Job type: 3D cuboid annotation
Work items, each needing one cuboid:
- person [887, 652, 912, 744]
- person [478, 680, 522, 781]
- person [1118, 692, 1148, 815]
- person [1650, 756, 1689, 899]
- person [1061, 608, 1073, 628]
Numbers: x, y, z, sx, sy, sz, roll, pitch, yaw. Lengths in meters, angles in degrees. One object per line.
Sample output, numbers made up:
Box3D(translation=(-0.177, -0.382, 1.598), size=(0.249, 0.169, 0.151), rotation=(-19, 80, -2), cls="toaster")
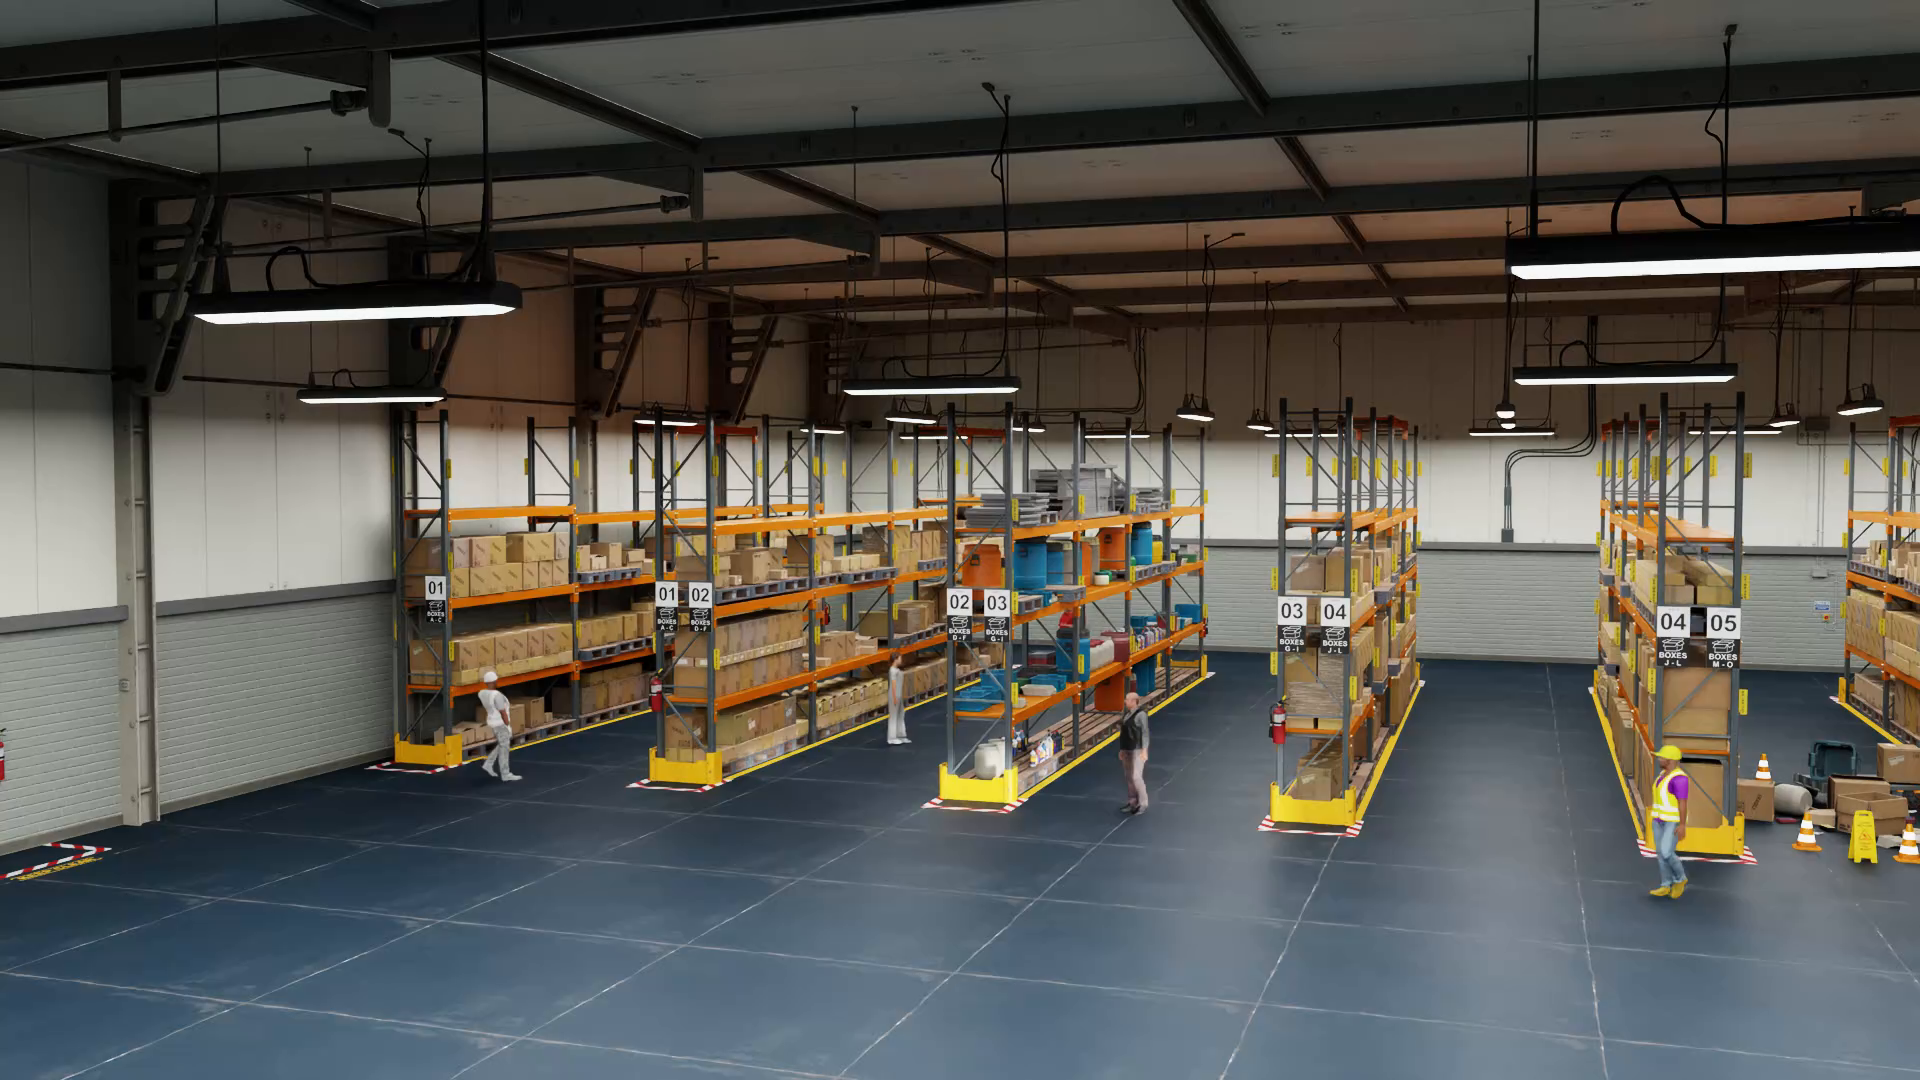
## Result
Box3D(translation=(1.142, 2.759, 33.186), size=(4.414, 1.703, 6.736), rotation=(0, 2, 5), cls="person")
Box3D(translation=(6.752, 2.124, 25.742), size=(24.040, 3.560, 16.667), rotation=(-1, 3, -30), cls="person")
Box3D(translation=(2.508, 3.112, 24.250), size=(0.369, 1.767, 0.544), rotation=(-1, 3, -29), cls="person")
Box3D(translation=(8.228, 3.337, 19.299), size=(0.470, 1.640, 0.590), rotation=(-1, 3, -25), cls="person")
Box3D(translation=(2.663, 2.419, 40.625), size=(0.534, 1.769, 0.825), rotation=(1, 3, 19), cls="person")
